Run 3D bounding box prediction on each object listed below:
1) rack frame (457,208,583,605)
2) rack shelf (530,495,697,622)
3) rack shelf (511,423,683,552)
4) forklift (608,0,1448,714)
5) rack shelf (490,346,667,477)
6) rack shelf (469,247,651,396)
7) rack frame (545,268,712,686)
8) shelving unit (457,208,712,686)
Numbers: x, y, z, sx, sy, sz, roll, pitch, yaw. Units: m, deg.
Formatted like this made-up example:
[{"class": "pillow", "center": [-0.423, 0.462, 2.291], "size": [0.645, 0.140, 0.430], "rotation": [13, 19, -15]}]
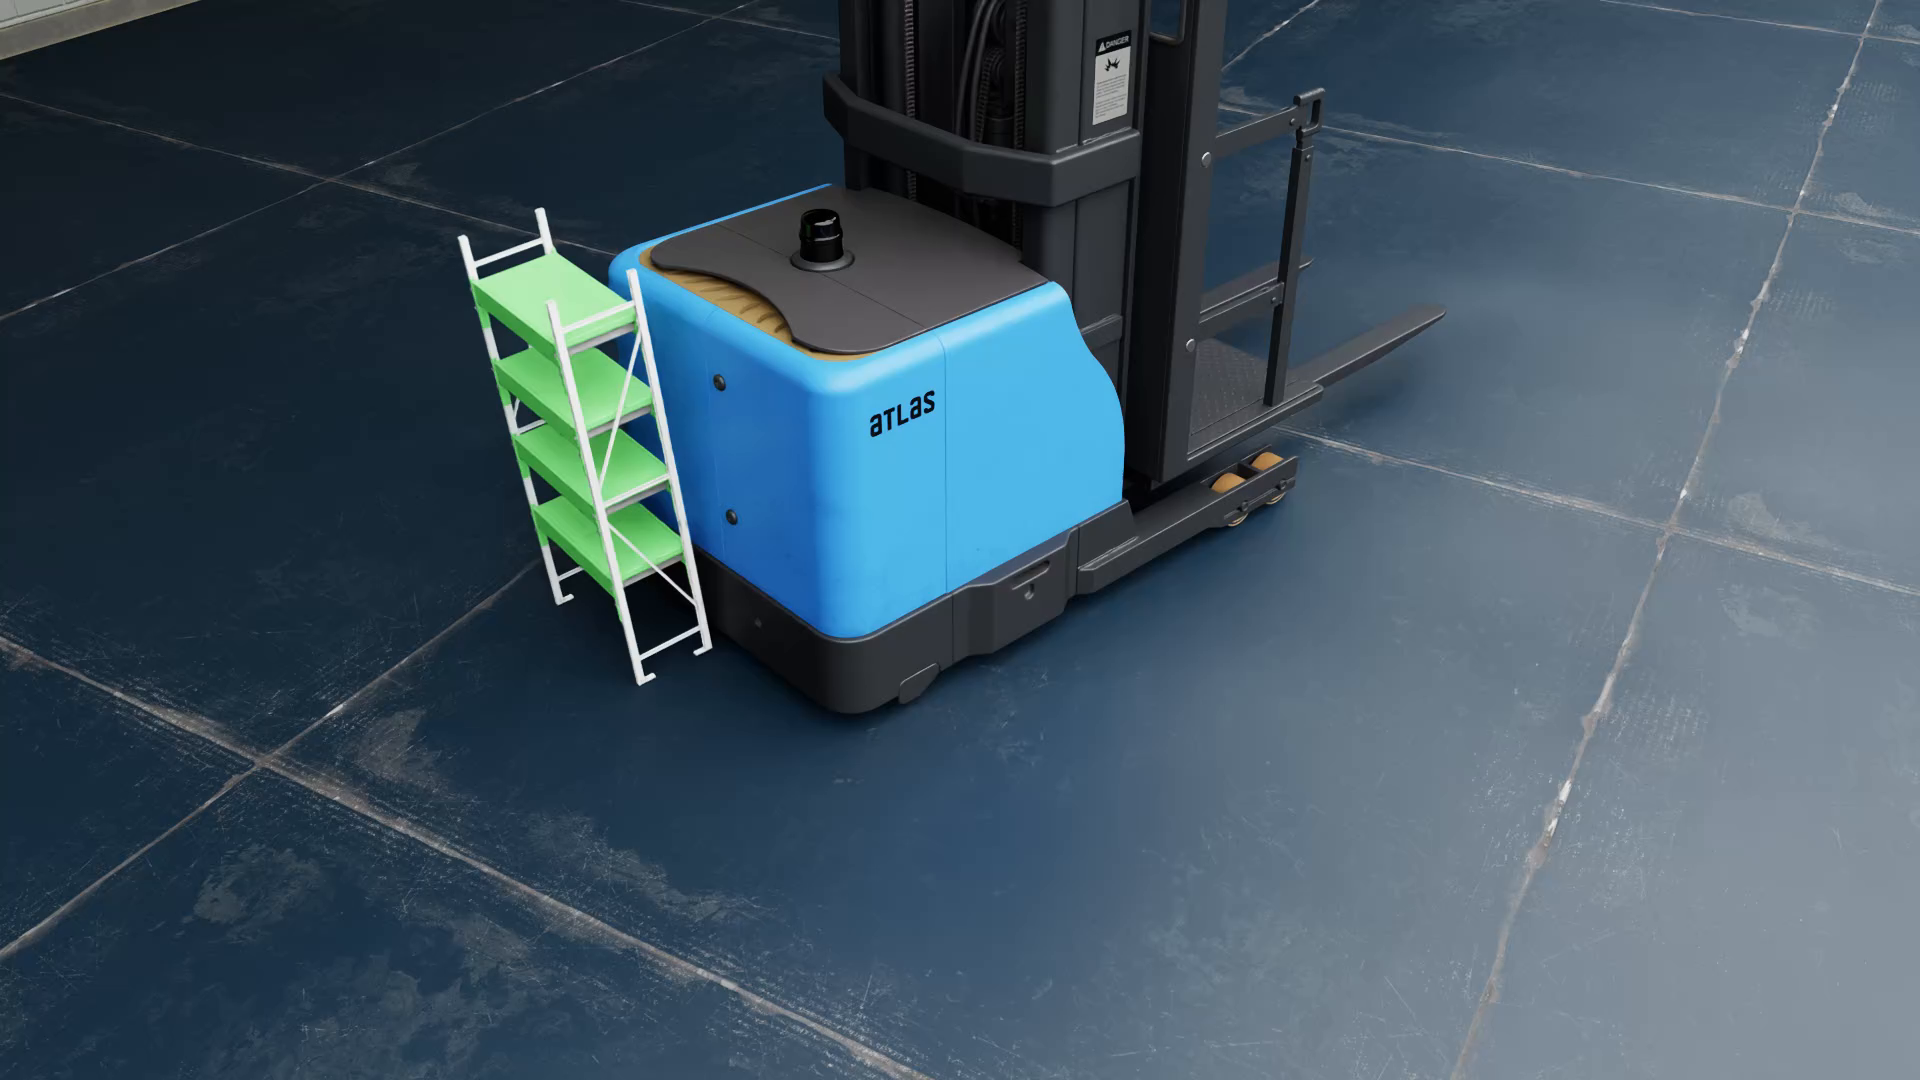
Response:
[{"class": "rack frame", "center": [-1.148, -0.339, 4.659], "size": [0.240, 1.200, 0.015], "rotation": [-28, 42, -28]}, {"class": "rack shelf", "center": [-0.976, 0.010, 4.681], "size": [0.258, 0.148, 0.480], "rotation": [-28, 42, -28]}, {"class": "rack shelf", "center": [-0.992, -0.182, 4.538], "size": [0.258, 0.148, 0.480], "rotation": [-28, 42, -28]}, {"class": "forklift", "center": [0.460, -1.455, 4.790], "size": [3.031, 2.935, 1.130], "rotation": [-27, 42, -34]}, {"class": "rack shelf", "center": [-1.008, -0.374, 4.395], "size": [0.258, 0.148, 0.480], "rotation": [-28, 42, -28]}, {"class": "rack shelf", "center": [-1.023, -0.567, 4.253], "size": [0.258, 0.148, 0.480], "rotation": [-28, 42, -28]}, {"class": "rack frame", "center": [-0.844, -0.127, 4.341], "size": [0.240, 1.200, 0.015], "rotation": [-28, 42, -28]}, {"class": "shelving unit", "center": [-0.996, -0.233, 4.500], "size": [0.258, 1.200, 0.503], "rotation": [-28, 42, -28]}]
